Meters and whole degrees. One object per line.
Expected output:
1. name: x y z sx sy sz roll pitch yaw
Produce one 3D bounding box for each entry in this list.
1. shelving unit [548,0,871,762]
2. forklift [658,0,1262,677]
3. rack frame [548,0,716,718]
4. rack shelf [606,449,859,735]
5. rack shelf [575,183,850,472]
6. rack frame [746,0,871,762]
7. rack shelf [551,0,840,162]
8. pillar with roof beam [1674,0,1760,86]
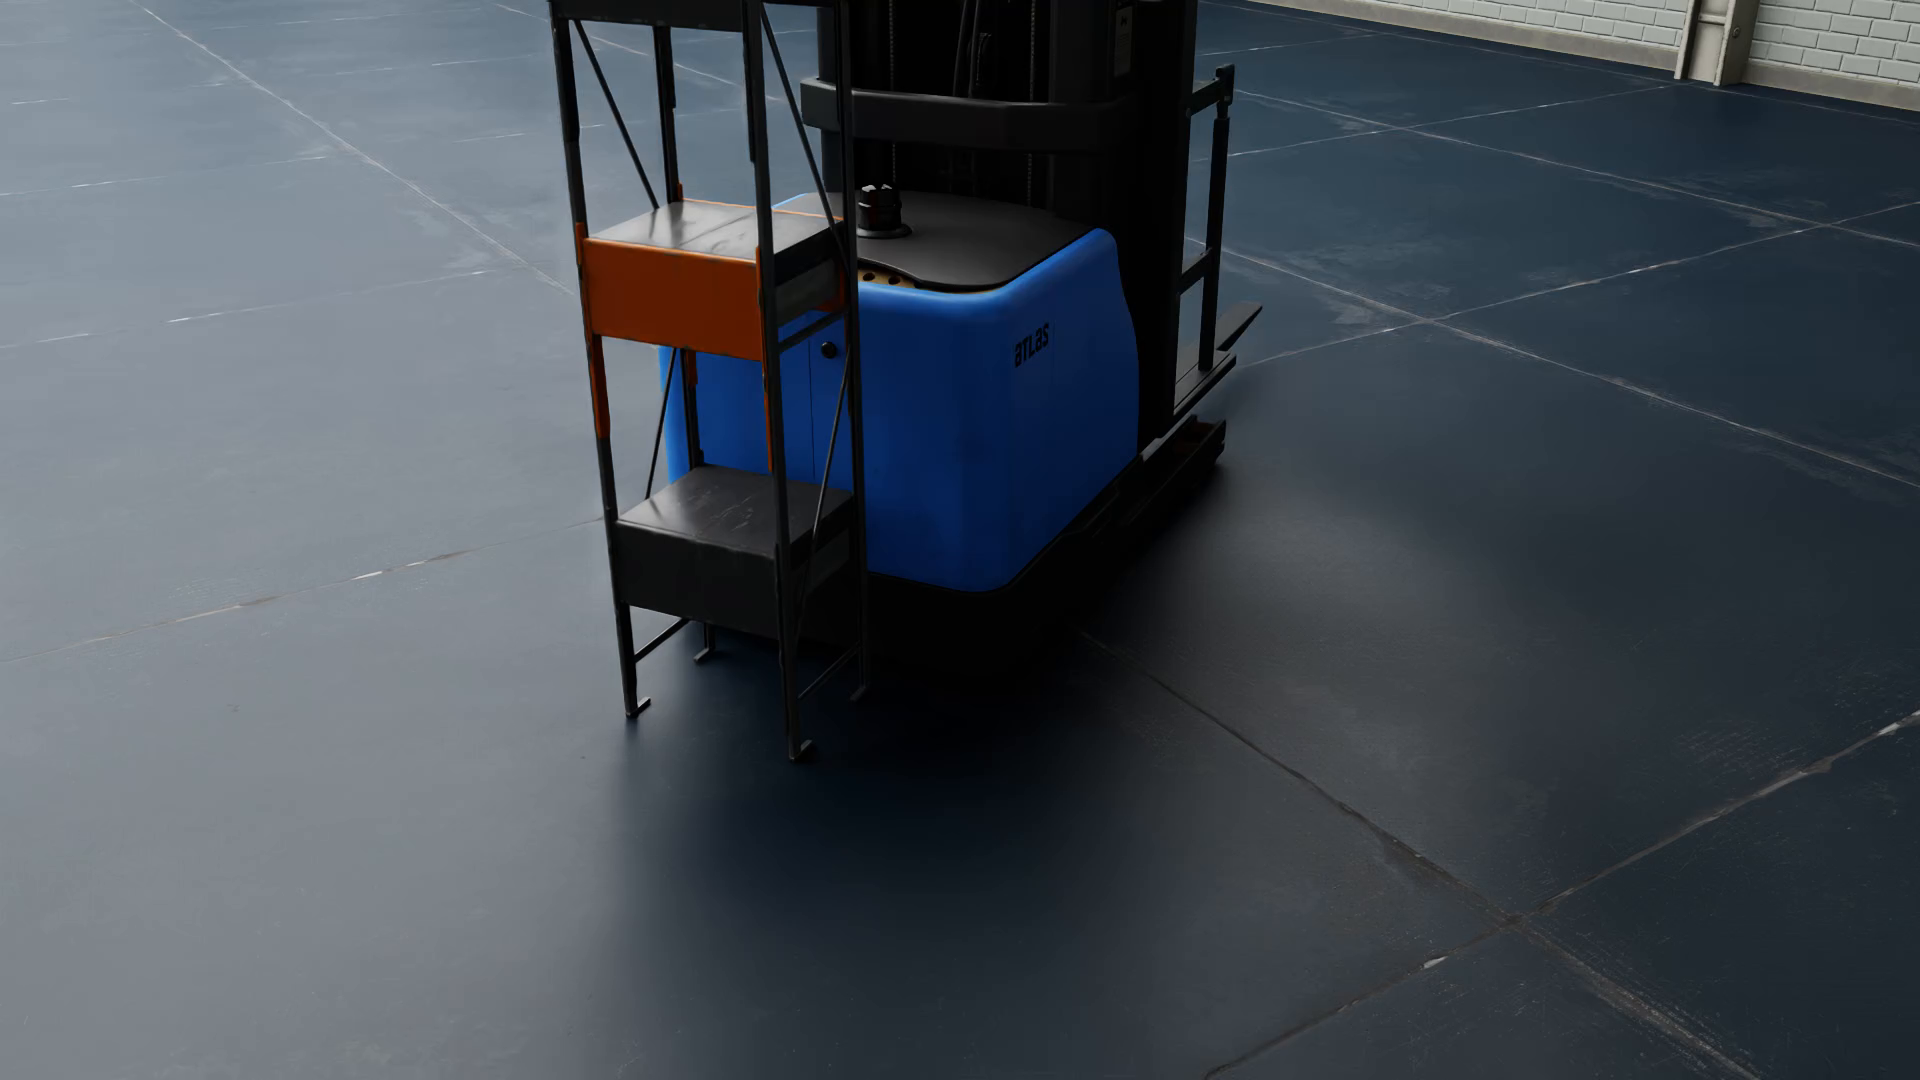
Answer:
1. shelving unit: -0.554 -0.523 3.892 0.503 2.100 0.431 11 28 23
2. forklift: 0.272 -1.568 5.139 1.130 2.935 3.031 12 28 23
3. rack frame: -0.774 -0.568 3.987 0.015 2.100 0.400 11 28 23
4. rack shelf: -0.550 0.119 4.203 0.480 0.518 0.431 11 28 23
5. rack shelf: -0.553 -0.511 3.898 0.480 0.518 0.431 11 28 23
6. rack frame: -0.333 -0.478 3.797 0.015 2.100 0.400 11 28 23
7. rack shelf: -0.557 -1.141 3.592 0.480 0.518 0.431 11 28 23
8. pillar with roof beam: 2.103 -6.575 8.636 9.100 9.000 0.400 -16 29 -30
